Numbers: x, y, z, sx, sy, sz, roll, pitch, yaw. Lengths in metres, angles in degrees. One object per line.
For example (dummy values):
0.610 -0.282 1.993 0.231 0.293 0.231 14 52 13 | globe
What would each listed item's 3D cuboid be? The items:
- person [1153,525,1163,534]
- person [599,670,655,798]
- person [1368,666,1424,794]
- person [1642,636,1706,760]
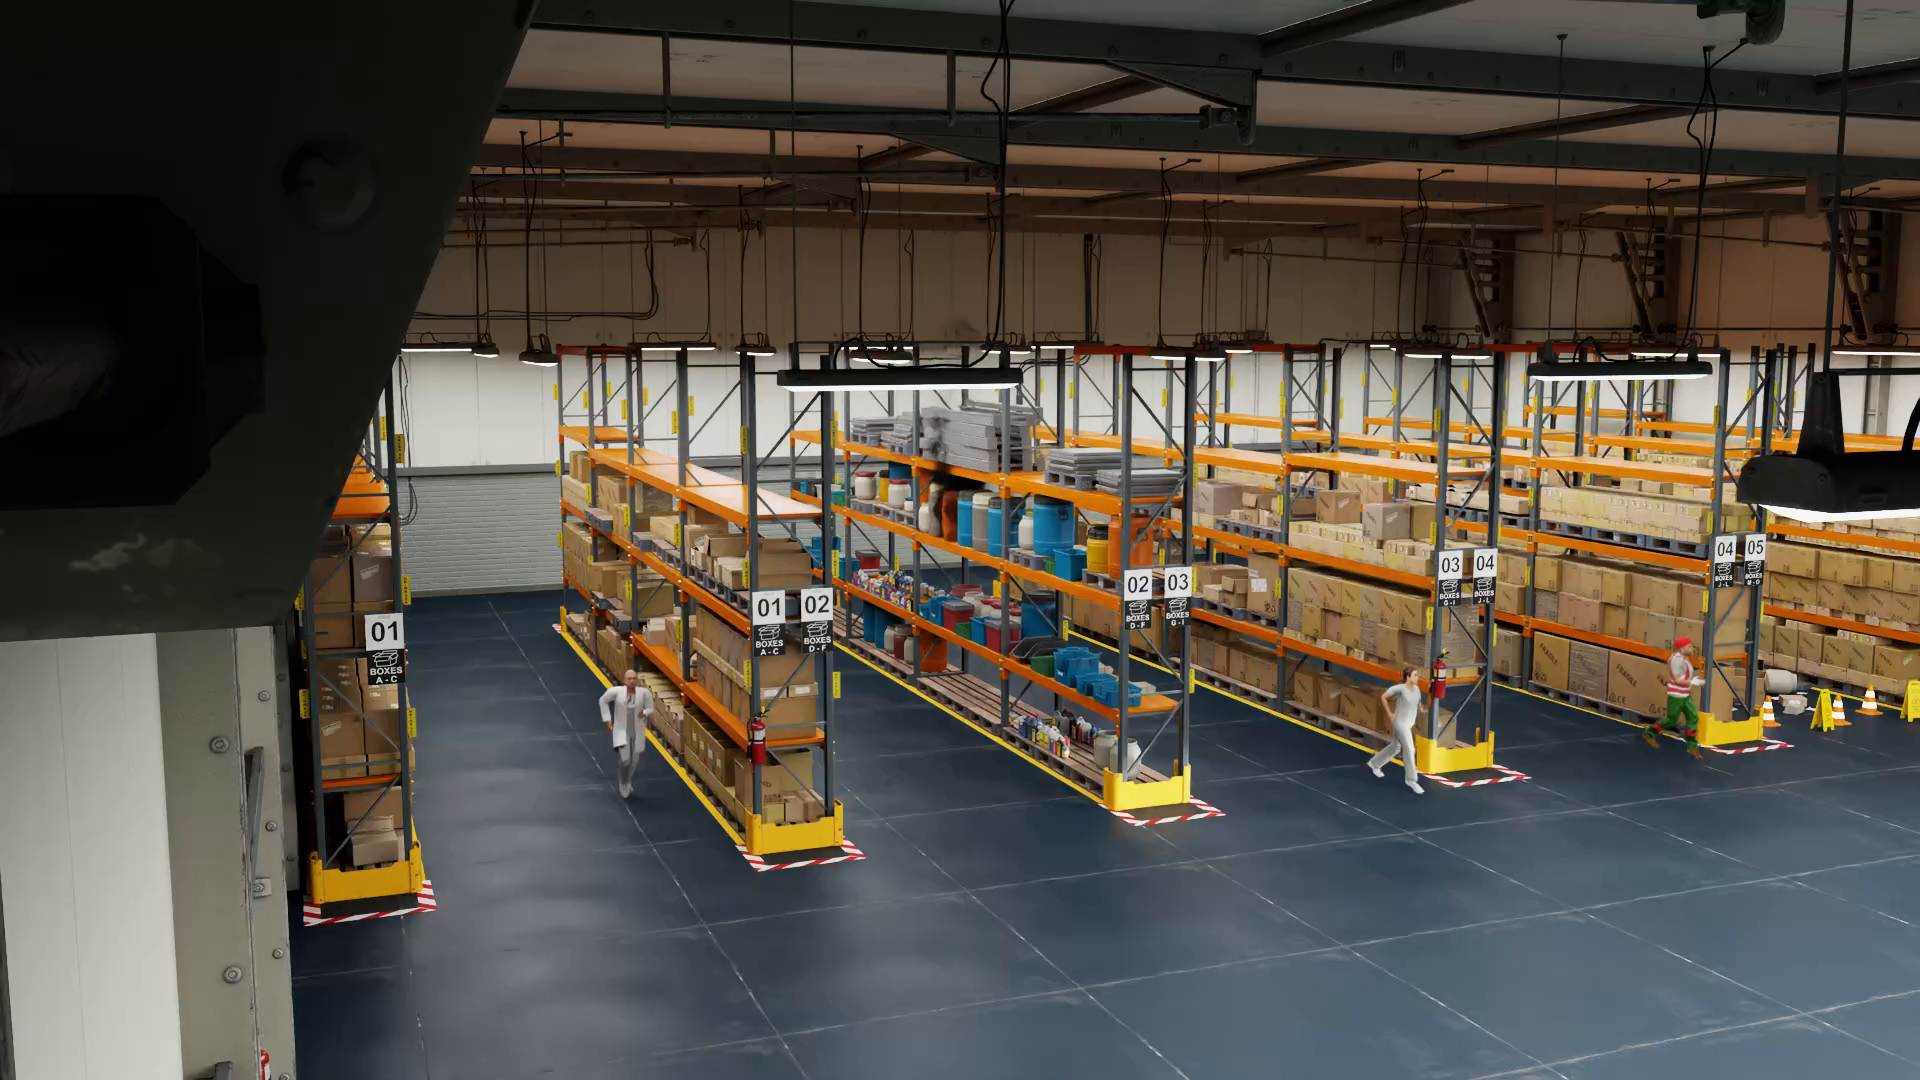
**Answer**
4.730 0.384 40.271 0.714 1.676 0.890 2 7 13 | person
-4.470 2.617 22.456 0.691 1.762 0.799 -3 8 -24 | person
6.150 2.578 23.104 0.574 1.689 0.982 -6 9 -40 | person
10.620 2.333 24.672 0.913 1.848 0.690 5 9 36 | person
